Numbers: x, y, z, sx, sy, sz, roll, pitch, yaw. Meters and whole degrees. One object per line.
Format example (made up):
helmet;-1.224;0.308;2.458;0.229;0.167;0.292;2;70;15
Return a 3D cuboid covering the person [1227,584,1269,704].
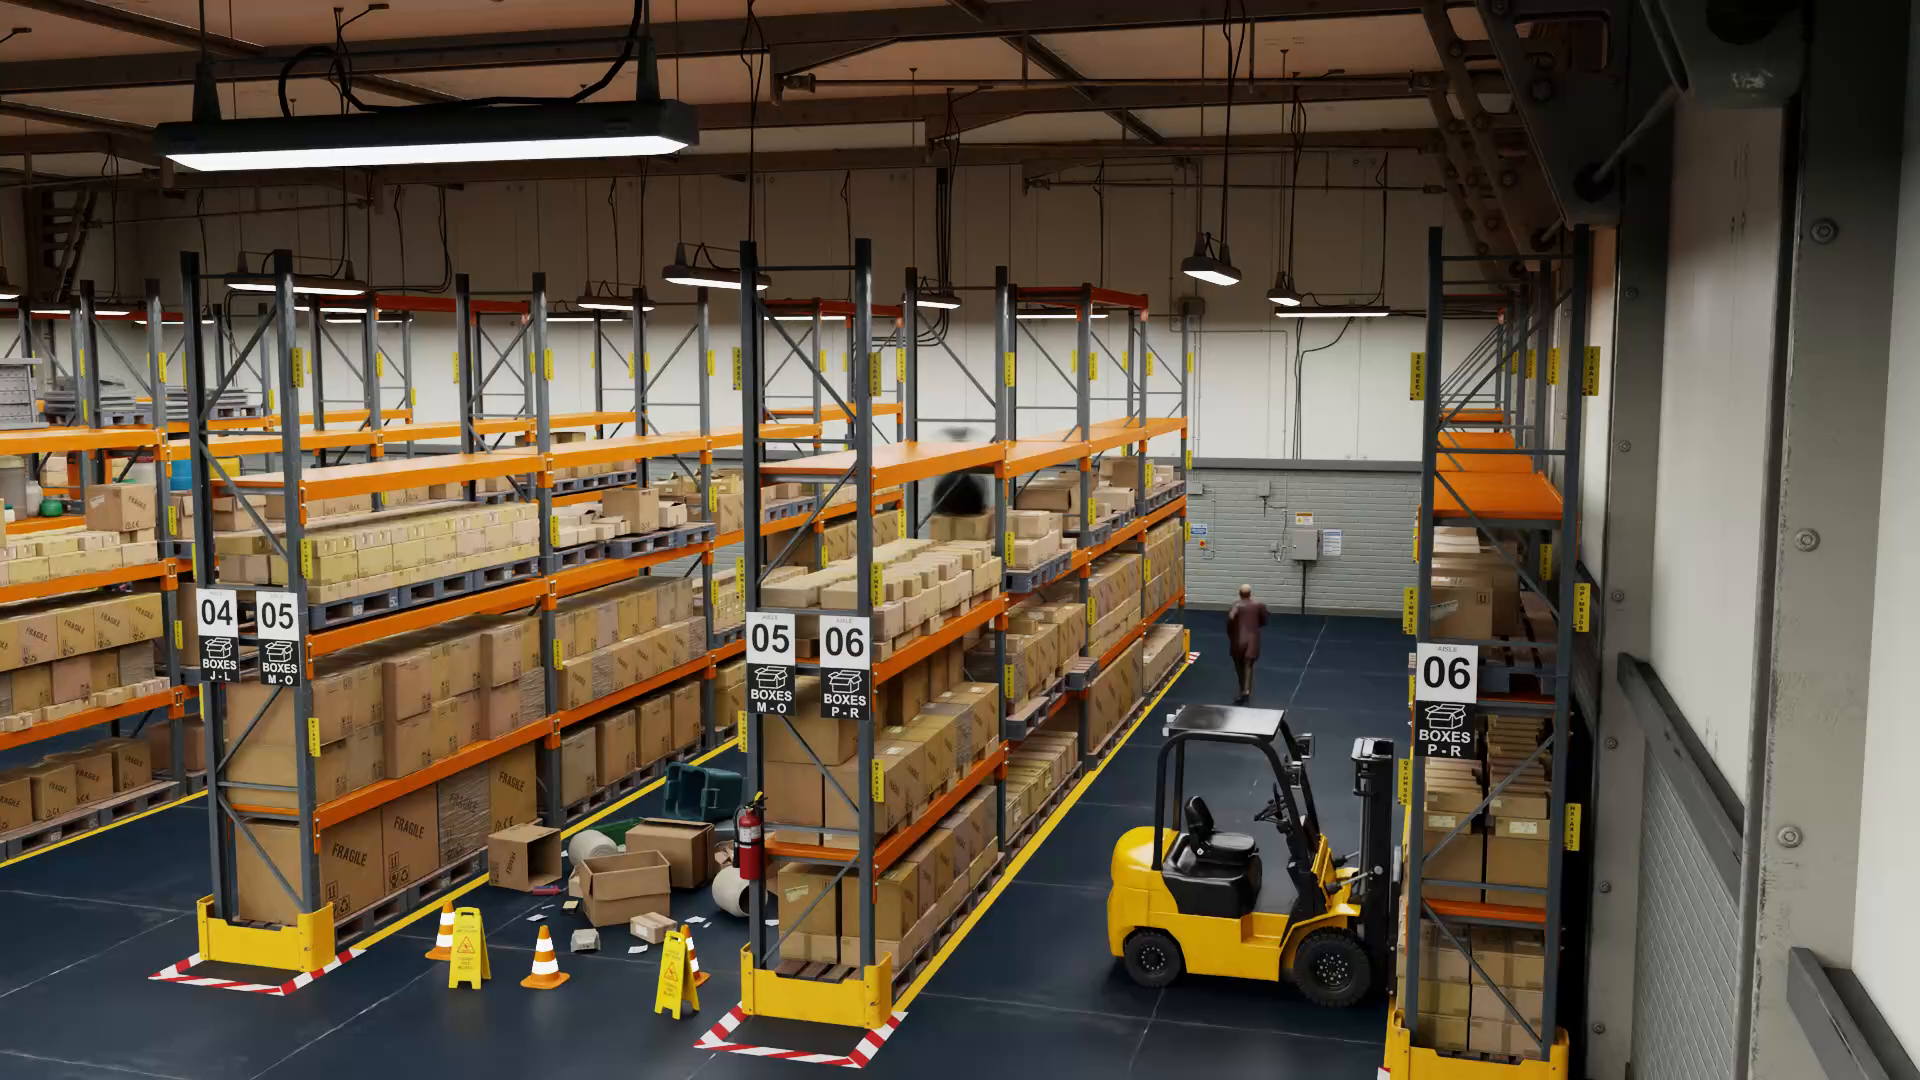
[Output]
person;4.253;1.553;24.513;0.666;1.767;0.909;0;6;0
